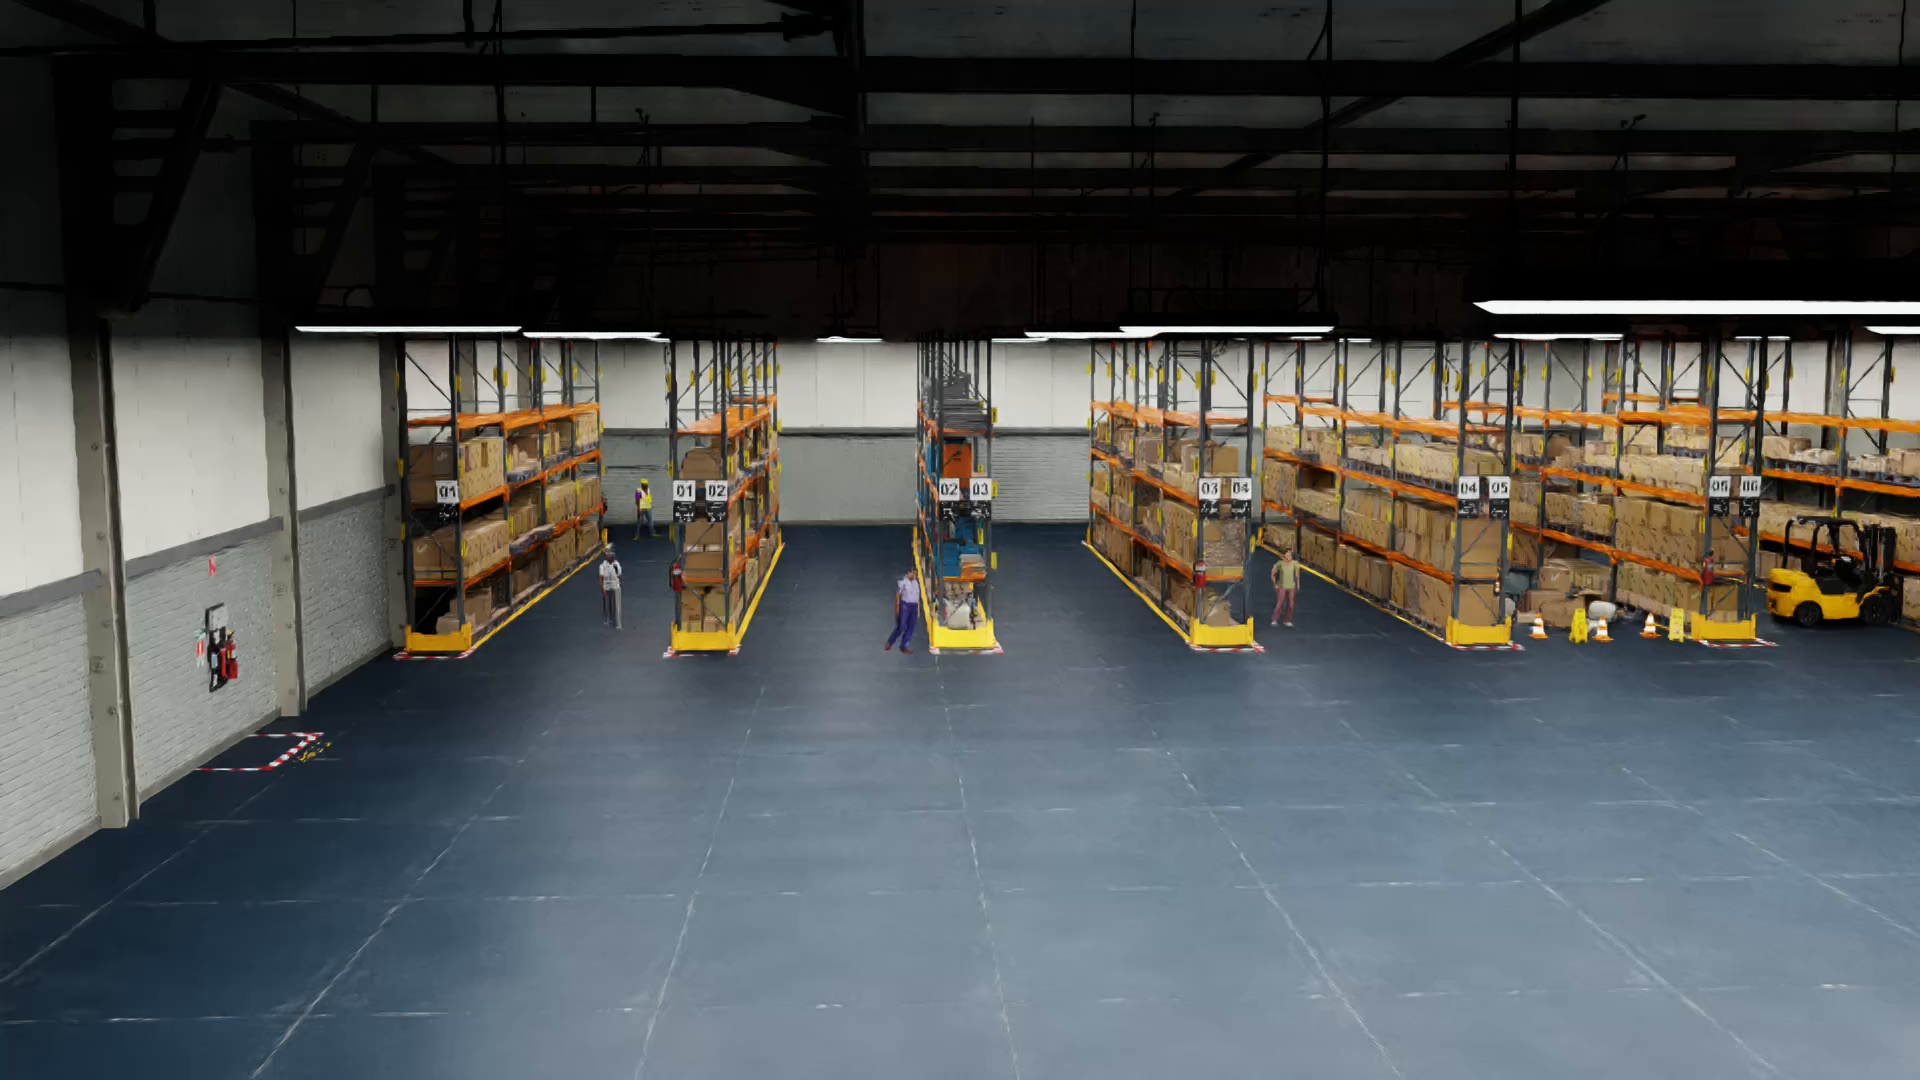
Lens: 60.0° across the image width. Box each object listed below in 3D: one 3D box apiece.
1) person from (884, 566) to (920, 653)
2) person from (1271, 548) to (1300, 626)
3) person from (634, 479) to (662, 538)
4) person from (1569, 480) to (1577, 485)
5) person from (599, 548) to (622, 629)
[{"bbox_3d":[-1.066,1.287,30.893,0.675,1.633,0.503,-6,9,-40],"label":"person"},{"bbox_3d":[6.612,0.951,33.784,0.598,1.619,0.507,-1,7,-5],"label":"person"},{"bbox_3d":[-9.260,-0.934,48.991,0.569,1.754,0.740,5,8,35],"label":"person"},{"bbox_3d":[18.300,-0.957,49.591,0.392,1.670,0.583,-5,8,-34],"label":"person"},{"bbox_3d":[-7.041,0.958,33.502,0.435,1.623,0.997,-1,7,-12],"label":"person"}]
